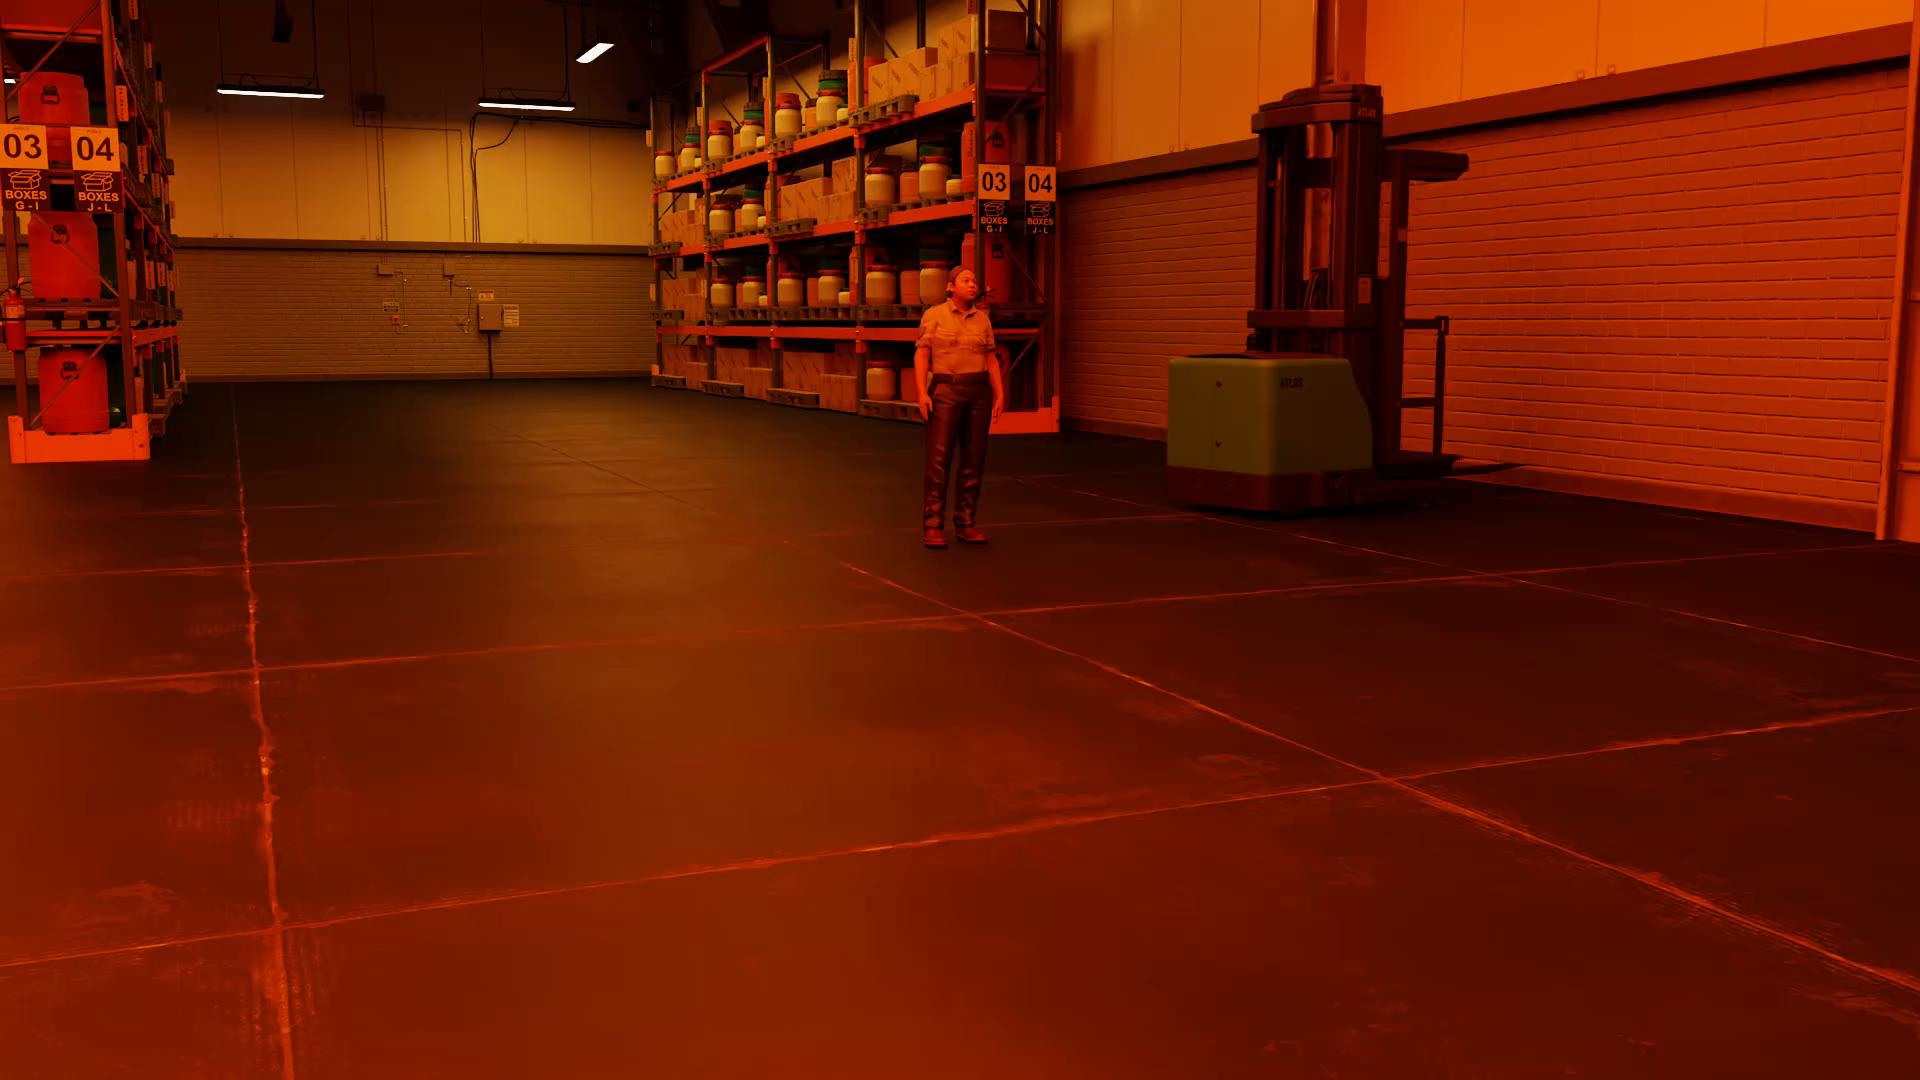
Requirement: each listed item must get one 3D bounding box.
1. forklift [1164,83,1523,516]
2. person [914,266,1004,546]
[{"bbox_3d":[2.947,-1.738,12.125,3.031,2.935,1.130,-5,9,-35],"label":"forklift"},{"bbox_3d":[0.015,-0.812,9.955,0.599,1.650,0.503,-3,8,-23],"label":"person"}]
